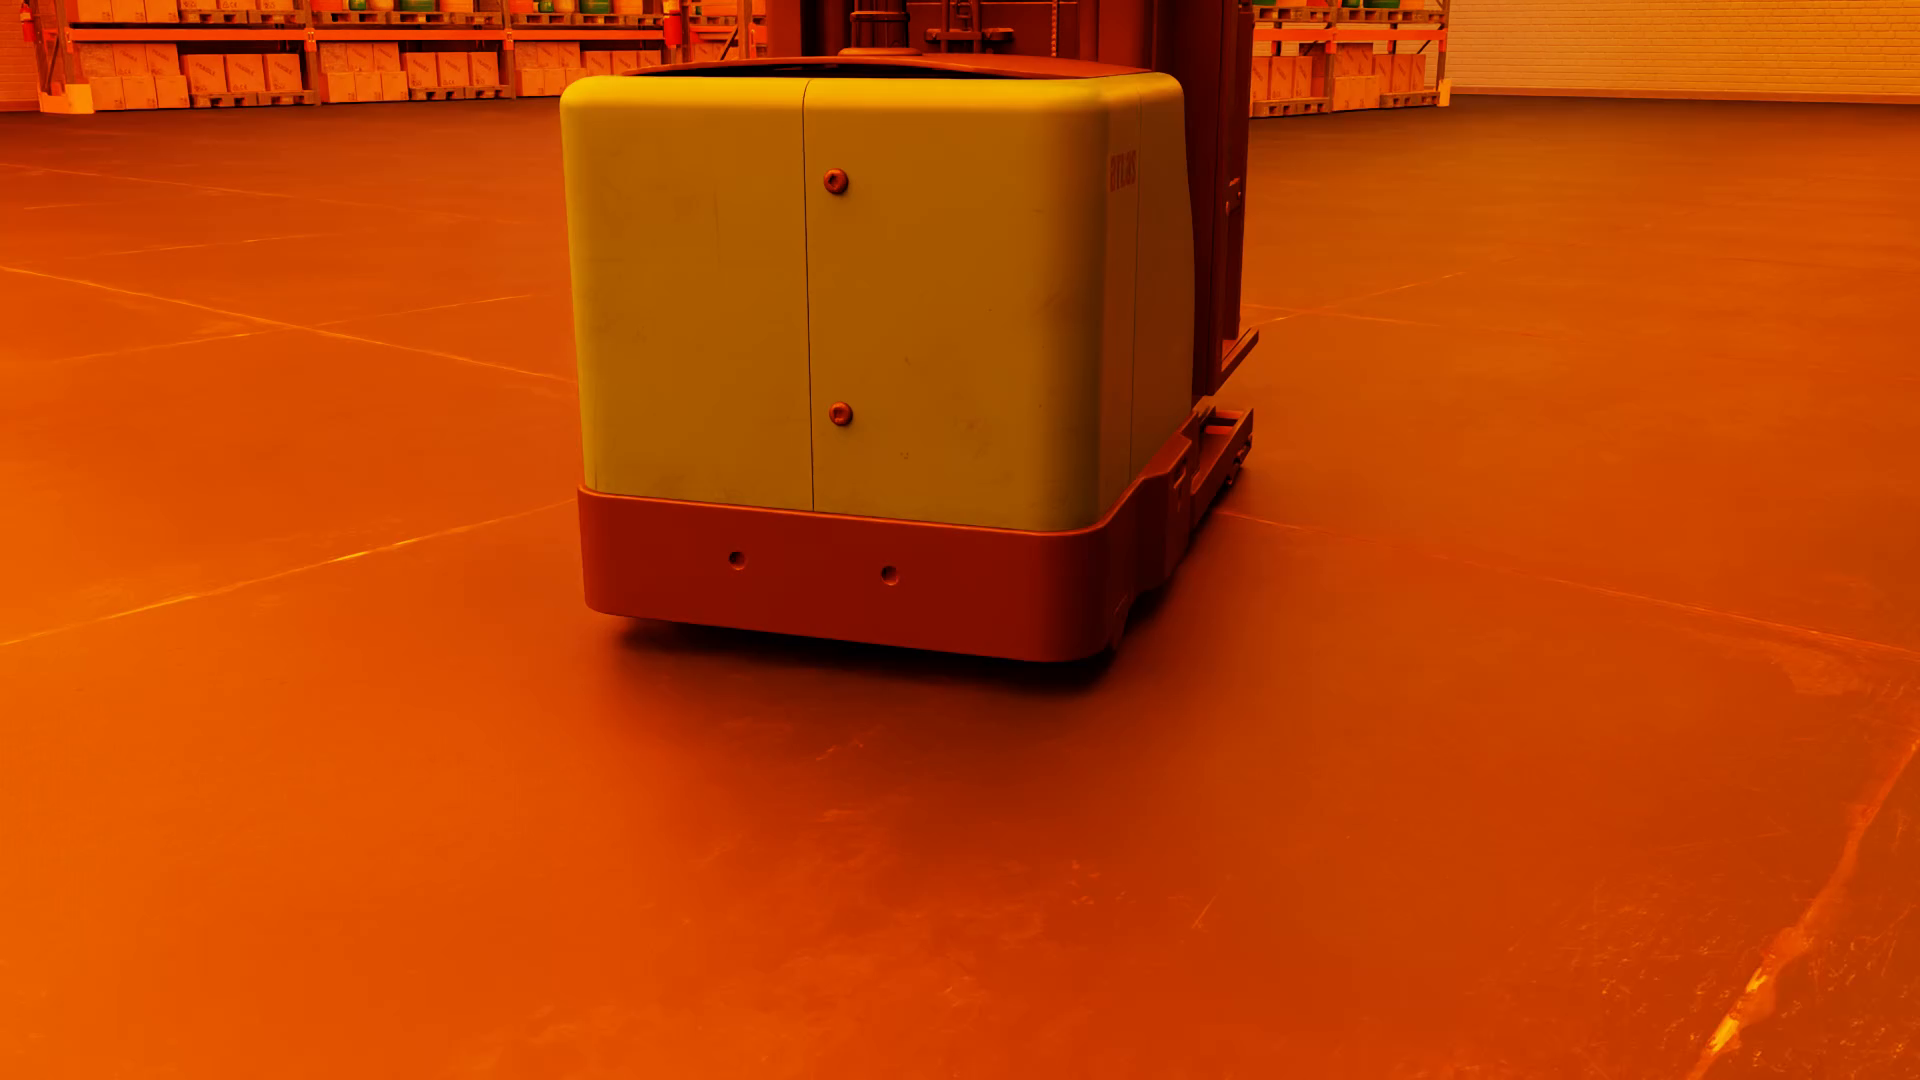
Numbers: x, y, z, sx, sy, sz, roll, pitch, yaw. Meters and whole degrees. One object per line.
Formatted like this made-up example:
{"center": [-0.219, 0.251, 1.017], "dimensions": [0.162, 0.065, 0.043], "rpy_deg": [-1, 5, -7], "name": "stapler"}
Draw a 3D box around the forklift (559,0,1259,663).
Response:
{"center": [0.182, -1.571, 4.072], "dimensions": [1.130, 2.935, 3.031], "rpy_deg": [5, 18, 17], "name": "forklift"}
